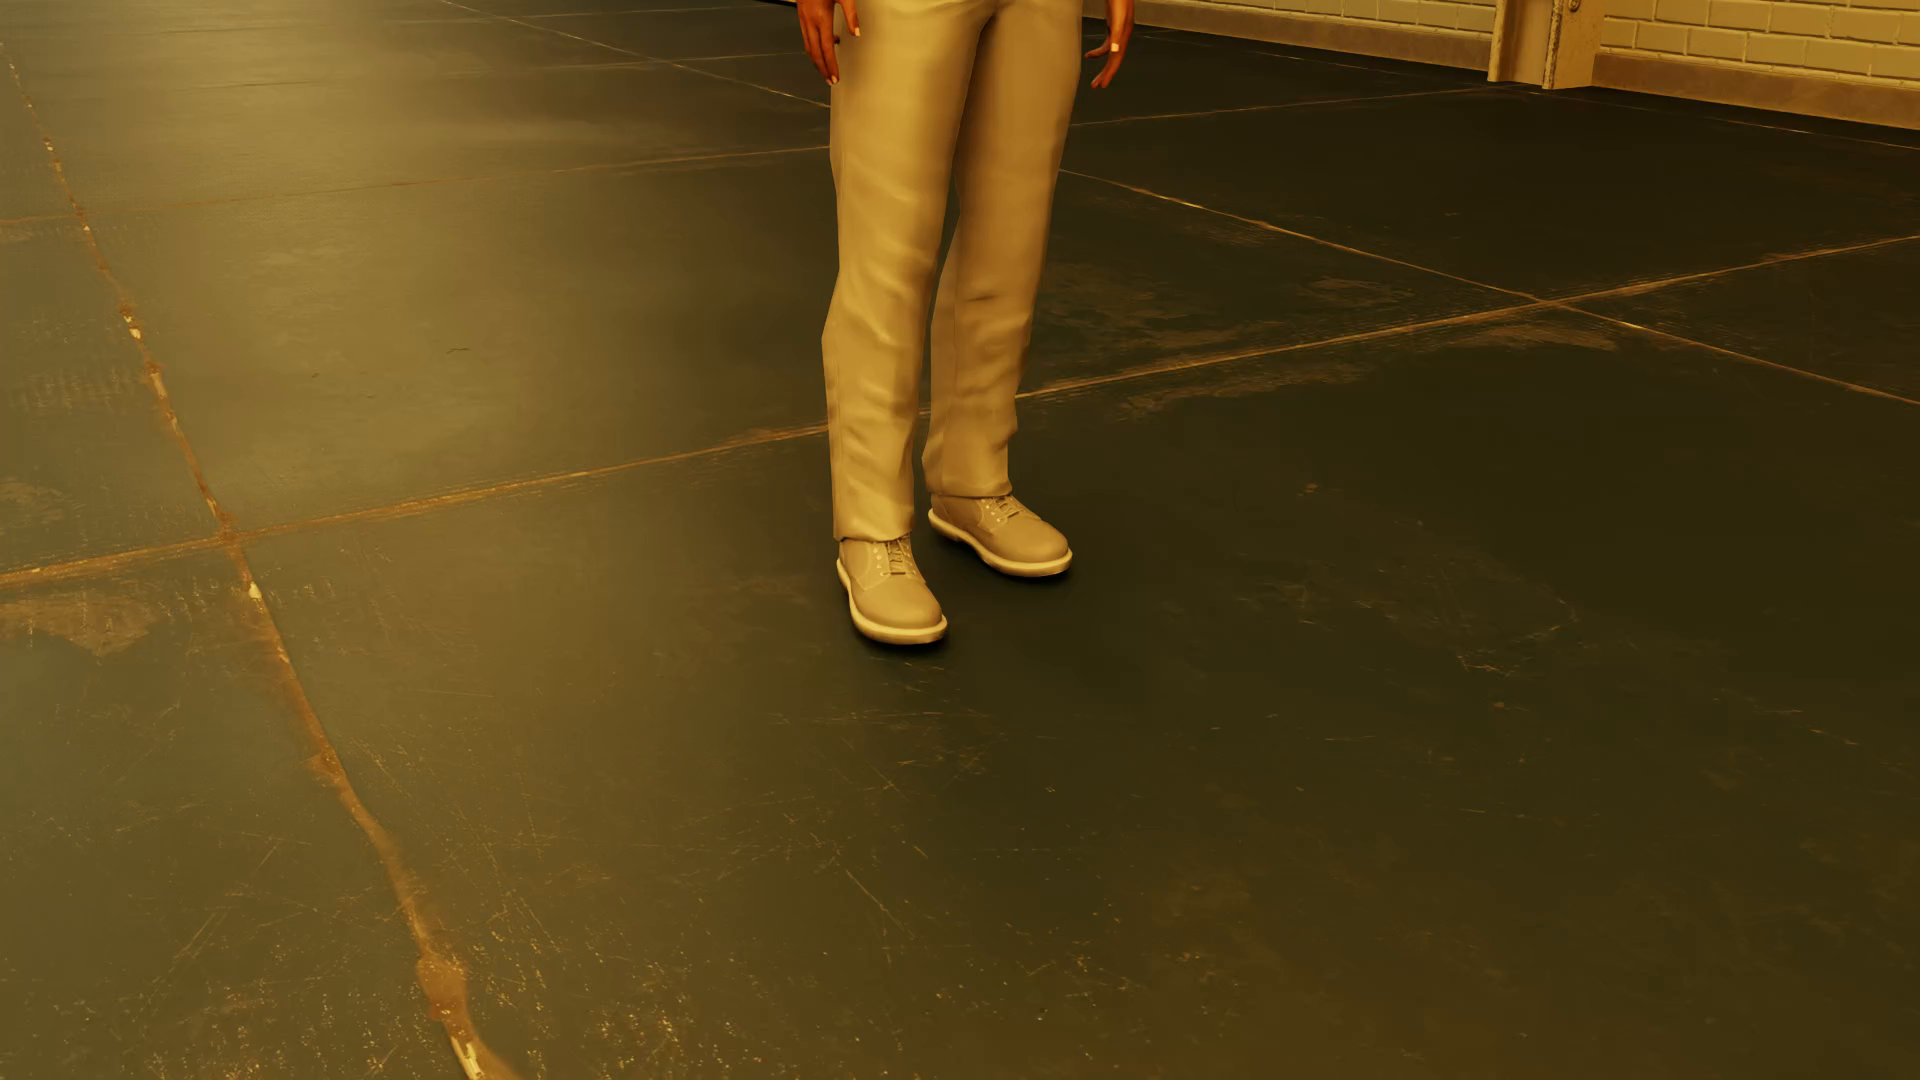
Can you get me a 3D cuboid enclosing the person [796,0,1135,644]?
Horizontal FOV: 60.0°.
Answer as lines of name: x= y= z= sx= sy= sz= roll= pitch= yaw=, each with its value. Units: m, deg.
person: x=0.020 y=-0.762 z=2.240 sx=0.569 sy=1.695 sz=0.528 roll=-12 pitch=25 yaw=-28
